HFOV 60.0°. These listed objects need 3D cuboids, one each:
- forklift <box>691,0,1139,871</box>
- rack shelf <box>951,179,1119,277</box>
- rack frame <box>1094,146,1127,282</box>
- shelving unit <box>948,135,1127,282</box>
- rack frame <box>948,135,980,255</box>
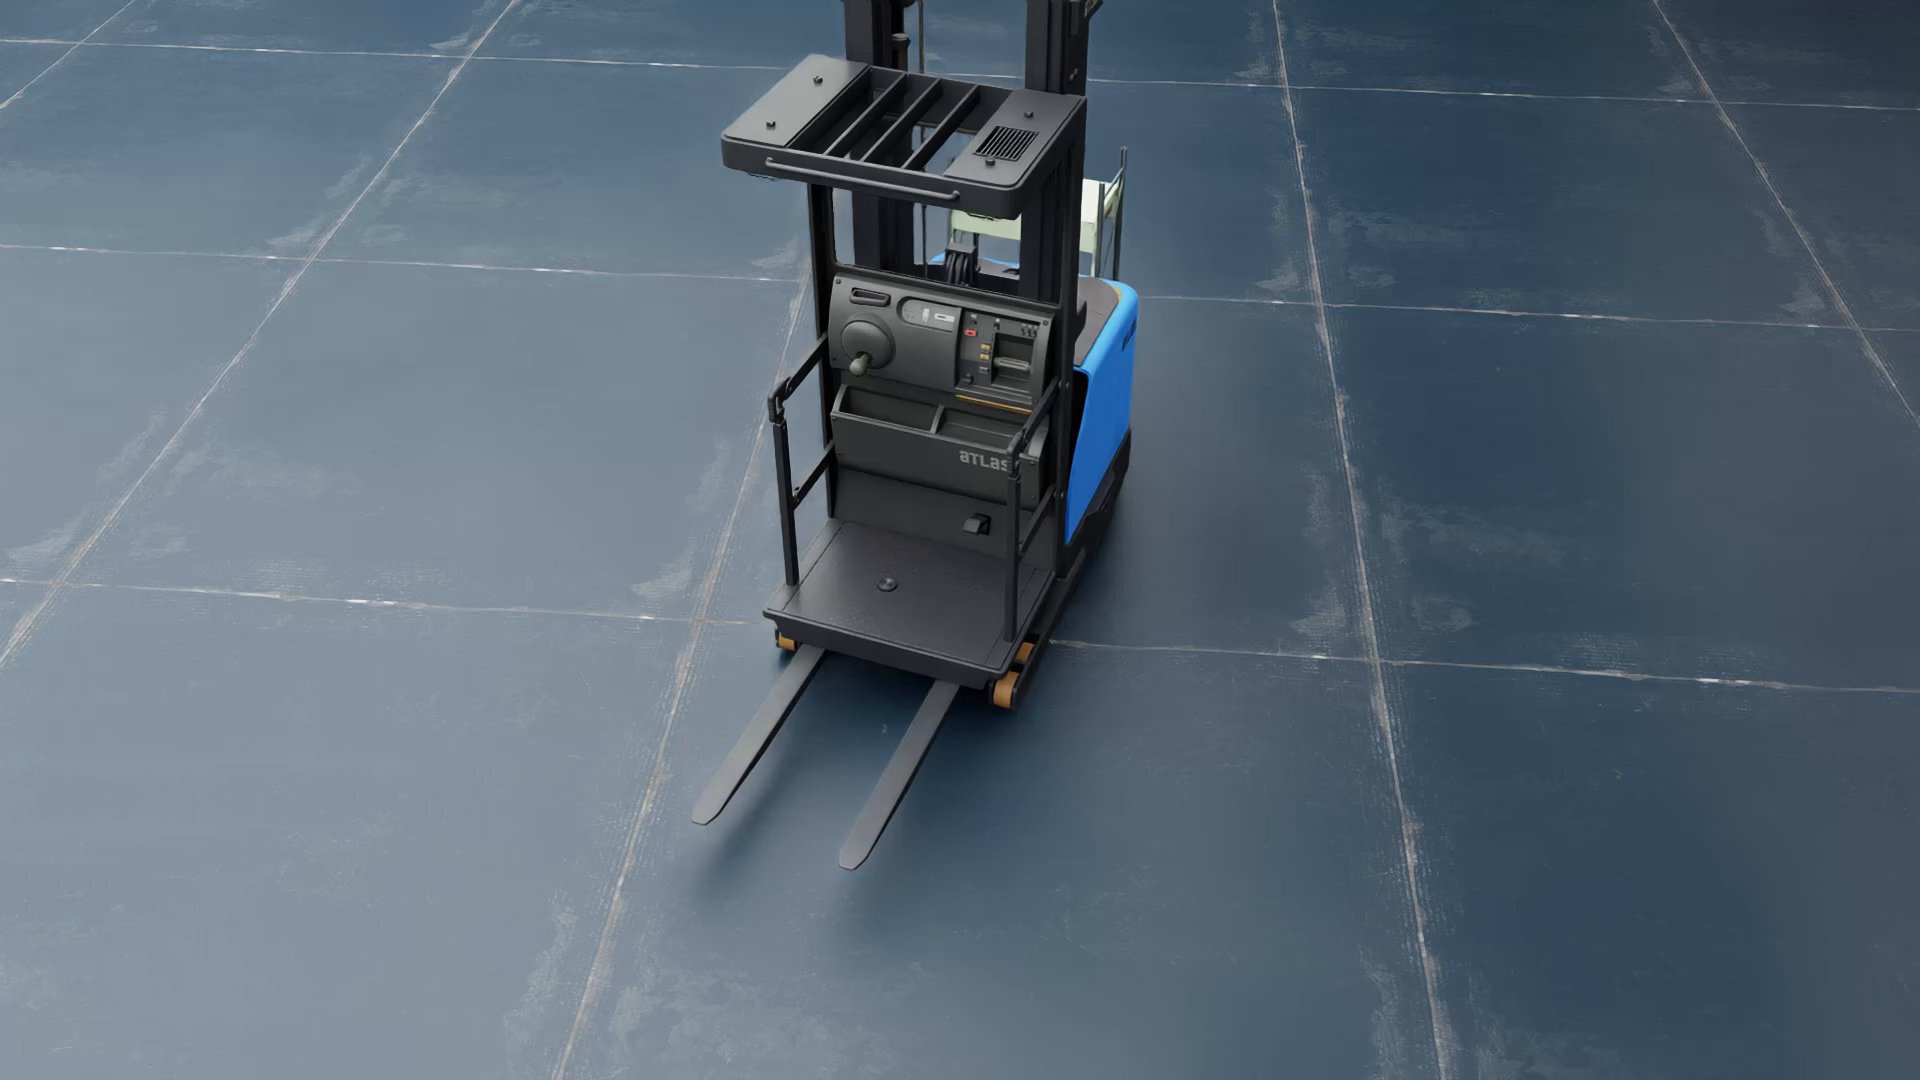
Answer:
[{"bbox_3d":[-0.162,-0.722,6.486,1.130,2.935,3.031,14,41,16],"label":"forklift"},{"bbox_3d":[0.364,-1.531,7.995,0.720,0.370,0.431,13,41,16],"label":"rack shelf"},{"bbox_3d":[0.707,-1.148,8.143,0.023,1.500,0.400,13,41,16],"label":"rack frame"},{"bbox_3d":[0.364,-1.228,8.241,0.755,1.500,0.431,13,41,16],"label":"shelving unit"},{"bbox_3d":[0.021,-1.309,8.340,0.023,1.500,0.400,13,41,16],"label":"rack frame"}]
